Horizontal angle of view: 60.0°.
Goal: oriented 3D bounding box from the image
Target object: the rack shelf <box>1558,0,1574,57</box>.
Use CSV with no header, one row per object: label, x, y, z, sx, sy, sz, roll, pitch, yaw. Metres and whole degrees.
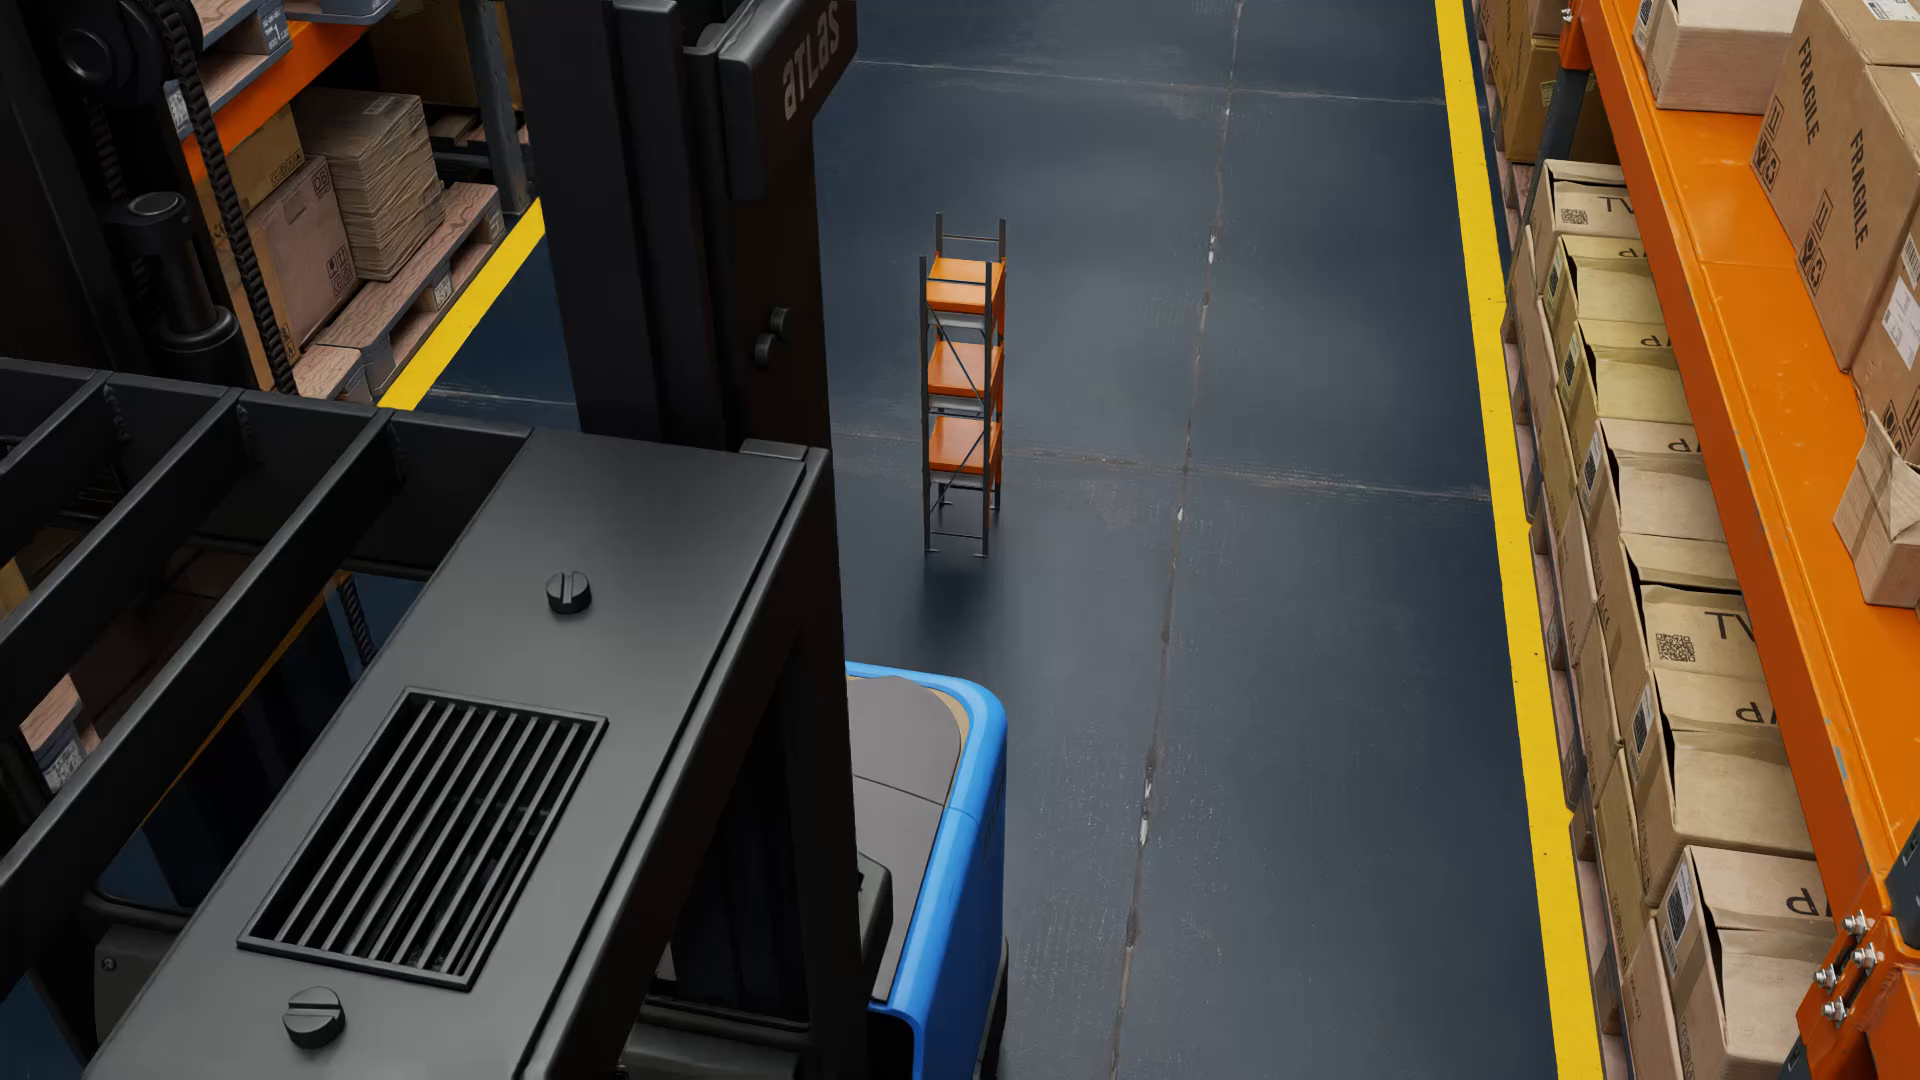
rack shelf,2.932,-3.011,7.102,1.077,0.370,4.000,6,40,8

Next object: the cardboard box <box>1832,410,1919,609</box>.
cardboard box,1.865,-0.043,3.053,0.396,0.266,0.258,5,40,7

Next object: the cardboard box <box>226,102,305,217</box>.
cardboard box,-2.527,-1.263,5.452,0.500,0.250,0.500,7,40,9

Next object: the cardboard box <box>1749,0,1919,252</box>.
cardboard box,2.312,-1.016,4.047,0.500,0.500,0.500,4,40,5

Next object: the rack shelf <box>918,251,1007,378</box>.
rack shelf,0.009,-0.649,4.782,0.215,0.259,0.240,6,40,8

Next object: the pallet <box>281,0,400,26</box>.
pallet,-2.312,-2.044,5.518,1.213,0.211,1.003,6,40,8

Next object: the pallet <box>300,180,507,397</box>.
pallet,-2.430,-1.012,6.308,1.003,0.211,1.213,6,40,8

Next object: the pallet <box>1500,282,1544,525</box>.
pallet,2.405,-0.446,5.623,1.003,0.211,1.213,6,40,8

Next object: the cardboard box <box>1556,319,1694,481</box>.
cardboard box,2.033,-0.404,4.773,0.500,0.311,0.500,5,40,6

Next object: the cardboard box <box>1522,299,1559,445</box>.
cardboard box,2.120,-0.523,5.357,0.500,0.250,0.500,5,40,6

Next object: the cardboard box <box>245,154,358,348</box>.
cardboard box,-2.570,-1.015,5.740,0.700,0.500,0.500,6,40,8

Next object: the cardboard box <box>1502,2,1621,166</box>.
cardboard box,2.517,-1.852,6.752,0.500,0.500,0.500,8,40,9

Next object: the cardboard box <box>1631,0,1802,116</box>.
cardboard box,2.241,-1.458,4.730,0.500,0.311,0.500,6,40,7

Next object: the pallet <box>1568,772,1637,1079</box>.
pallet,1.983,1.086,3.771,1.003,0.211,1.213,6,40,8

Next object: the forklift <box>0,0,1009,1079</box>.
forklift,-0.705,0.830,1.946,1.130,2.935,3.031,8,40,9

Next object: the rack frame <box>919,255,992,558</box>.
rack frame,-0.012,-0.362,4.863,0.200,1.050,0.008,6,40,8

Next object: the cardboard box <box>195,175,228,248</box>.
cardboard box,-2.611,-0.940,5.061,0.500,0.250,0.500,6,40,7

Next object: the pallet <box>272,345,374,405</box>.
pallet,-2.644,-0.248,5.385,1.003,0.211,1.213,6,40,8

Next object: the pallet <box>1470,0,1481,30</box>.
pallet,3.175,-2.954,8.657,1.003,0.211,1.213,6,40,8

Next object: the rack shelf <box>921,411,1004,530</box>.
rack shelf,0.009,-0.216,5.140,0.215,0.259,0.240,6,40,8

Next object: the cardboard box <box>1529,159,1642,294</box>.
cardboard box,2.206,-1.055,5.560,0.500,0.311,0.500,8,40,9

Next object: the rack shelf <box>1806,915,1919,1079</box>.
rack shelf,1.548,2.010,1.029,1.077,0.370,4.000,6,40,8

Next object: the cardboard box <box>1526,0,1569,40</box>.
cardboard box,2.522,-2.177,6.557,0.500,0.250,0.500,8,40,9

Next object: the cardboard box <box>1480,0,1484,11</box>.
cardboard box,2.779,-2.824,7.928,0.500,0.500,0.500,7,40,8

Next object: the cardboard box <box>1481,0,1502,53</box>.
cardboard box,2.691,-2.507,7.544,0.500,0.500,0.500,5,40,6

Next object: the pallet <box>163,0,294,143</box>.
pallet,-2.596,-1.256,4.565,1.003,0.211,1.213,6,40,8

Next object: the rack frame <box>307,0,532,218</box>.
rack frame,-2.293,-2.577,6.012,1.000,3.000,0.127,6,40,8

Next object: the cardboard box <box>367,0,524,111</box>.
cardboard box,-2.037,-2.357,7.104,0.750,0.750,0.750,6,40,7

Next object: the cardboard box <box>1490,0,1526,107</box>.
cardboard box,2.607,-2.177,7.145,0.500,0.500,0.500,5,40,6

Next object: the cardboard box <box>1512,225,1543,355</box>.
cardboard box,2.206,-0.839,5.739,0.500,0.250,0.500,6,40,8

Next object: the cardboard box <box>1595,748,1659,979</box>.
cardboard box,1.770,0.766,3.798,0.500,0.250,0.500,6,40,7

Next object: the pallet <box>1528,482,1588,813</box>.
pallet,2.192,0.318,4.700,1.003,0.211,1.213,6,40,8

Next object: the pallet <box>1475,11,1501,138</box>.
pallet,2.966,-2.186,7.728,1.003,0.211,1.213,6,40,8

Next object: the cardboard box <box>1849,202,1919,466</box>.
cardboard box,2.134,-0.372,3.267,0.500,0.500,0.500,9,40,11

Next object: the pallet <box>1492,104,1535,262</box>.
pallet,2.753,-1.422,6.805,1.003,0.211,1.213,6,40,8

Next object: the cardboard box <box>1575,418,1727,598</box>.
cardboard box,1.945,-0.082,4.383,0.500,0.311,0.500,6,40,7

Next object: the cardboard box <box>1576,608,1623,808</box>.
cardboard box,1.858,0.445,4.186,0.500,0.250,0.500,7,40,9

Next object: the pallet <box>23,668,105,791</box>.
pallet,-2.852,0.520,4.456,1.003,0.211,1.213,6,40,8

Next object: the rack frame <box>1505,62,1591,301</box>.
rack frame,2.586,-2.033,5.355,1.000,3.000,0.127,6,40,8

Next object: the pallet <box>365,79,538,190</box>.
pallet,-2.083,-1.988,7.489,1.003,0.211,1.213,6,40,8

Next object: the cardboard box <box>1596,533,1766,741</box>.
cardboard box,1.854,0.233,4.002,0.500,0.311,0.500,6,40,8

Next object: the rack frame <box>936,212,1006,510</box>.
rack frame,0.030,-0.515,5.049,0.200,1.050,0.008,6,40,8

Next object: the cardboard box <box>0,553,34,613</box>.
cardboard box,-2.835,-0.066,4.592,0.700,0.500,0.500,6,40,7

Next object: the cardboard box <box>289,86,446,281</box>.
cardboard box,-2.367,-1.325,6.115,0.700,0.500,0.500,7,40,8

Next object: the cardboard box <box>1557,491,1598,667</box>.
cardboard box,1.947,0.126,4.572,0.500,0.250,0.500,7,40,9

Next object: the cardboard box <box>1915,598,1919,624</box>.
cardboard box,1.936,0.222,2.746,0.500,0.250,0.500,9,40,10

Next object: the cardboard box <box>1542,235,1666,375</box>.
cardboard box,2.124,-0.724,5.160,0.500,0.311,0.500,5,40,7

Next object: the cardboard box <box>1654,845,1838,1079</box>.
cardboard box,1.682,0.874,3.228,0.500,0.311,0.500,6,40,8

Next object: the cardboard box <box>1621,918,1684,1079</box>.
cardboard box,1.680,1.083,3.414,0.500,0.250,0.500,6,40,7

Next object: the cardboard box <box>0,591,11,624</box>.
cardboard box,-2.875,0.264,4.193,0.700,0.500,0.500,8,40,9

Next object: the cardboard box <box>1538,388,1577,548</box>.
cardboard box,2.036,-0.196,4.961,0.500,0.250,0.500,5,40,6

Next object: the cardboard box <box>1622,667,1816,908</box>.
cardboard box,1.766,0.546,3.623,0.500,0.311,0.500,7,40,9

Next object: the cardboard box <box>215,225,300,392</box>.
cardboard box,-2.628,-0.700,5.359,0.700,0.500,0.500,6,40,7

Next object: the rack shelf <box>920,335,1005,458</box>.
rack shelf,0.009,-0.430,4.963,0.215,0.259,0.240,6,40,8

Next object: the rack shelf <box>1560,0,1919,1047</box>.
rack shelf,2.240,-0.500,4.066,1.077,0.370,4.000,6,40,8

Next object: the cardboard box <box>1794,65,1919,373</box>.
cardboard box,2.221,-0.686,3.647,0.500,0.500,0.500,6,40,8

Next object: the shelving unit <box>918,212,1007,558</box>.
shelving unit,0.009,-0.438,4.956,0.215,1.050,0.252,6,40,8
